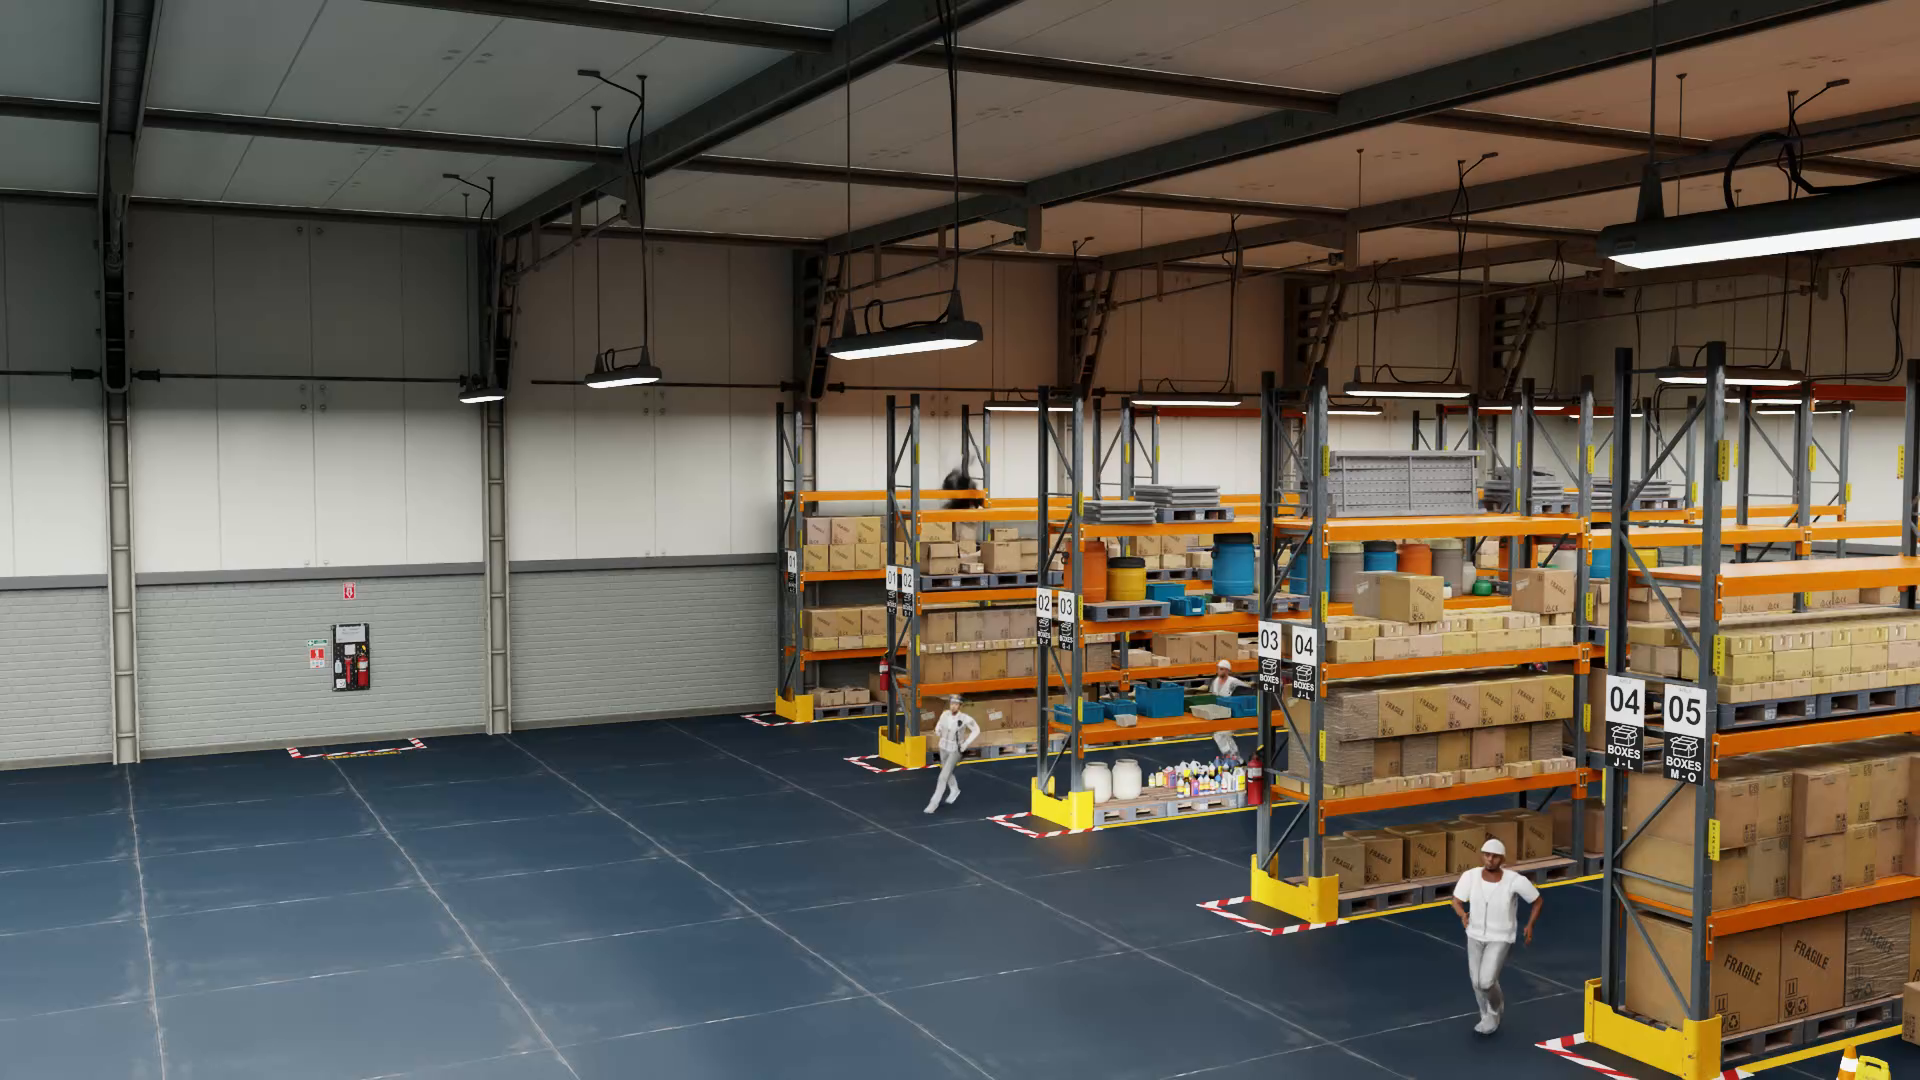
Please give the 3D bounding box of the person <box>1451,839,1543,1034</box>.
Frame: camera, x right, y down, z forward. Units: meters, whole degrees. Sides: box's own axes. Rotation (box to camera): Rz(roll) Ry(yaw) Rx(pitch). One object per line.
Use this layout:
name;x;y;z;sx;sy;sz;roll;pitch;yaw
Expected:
person;4.609;3.468;14.477;0.704;1.732;0.621;3;4;39

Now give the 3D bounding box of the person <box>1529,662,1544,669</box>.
person;10.470;2.504;30.756;0.976;1.792;0.654;-3;4;-39

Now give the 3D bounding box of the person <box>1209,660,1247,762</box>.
person;4.178;2.789;26.241;0.805;1.796;0.643;-2;4;-33

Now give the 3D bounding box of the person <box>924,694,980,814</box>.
person;-0.078;2.998;23.529;0.626;1.694;0.825;2;4;37
